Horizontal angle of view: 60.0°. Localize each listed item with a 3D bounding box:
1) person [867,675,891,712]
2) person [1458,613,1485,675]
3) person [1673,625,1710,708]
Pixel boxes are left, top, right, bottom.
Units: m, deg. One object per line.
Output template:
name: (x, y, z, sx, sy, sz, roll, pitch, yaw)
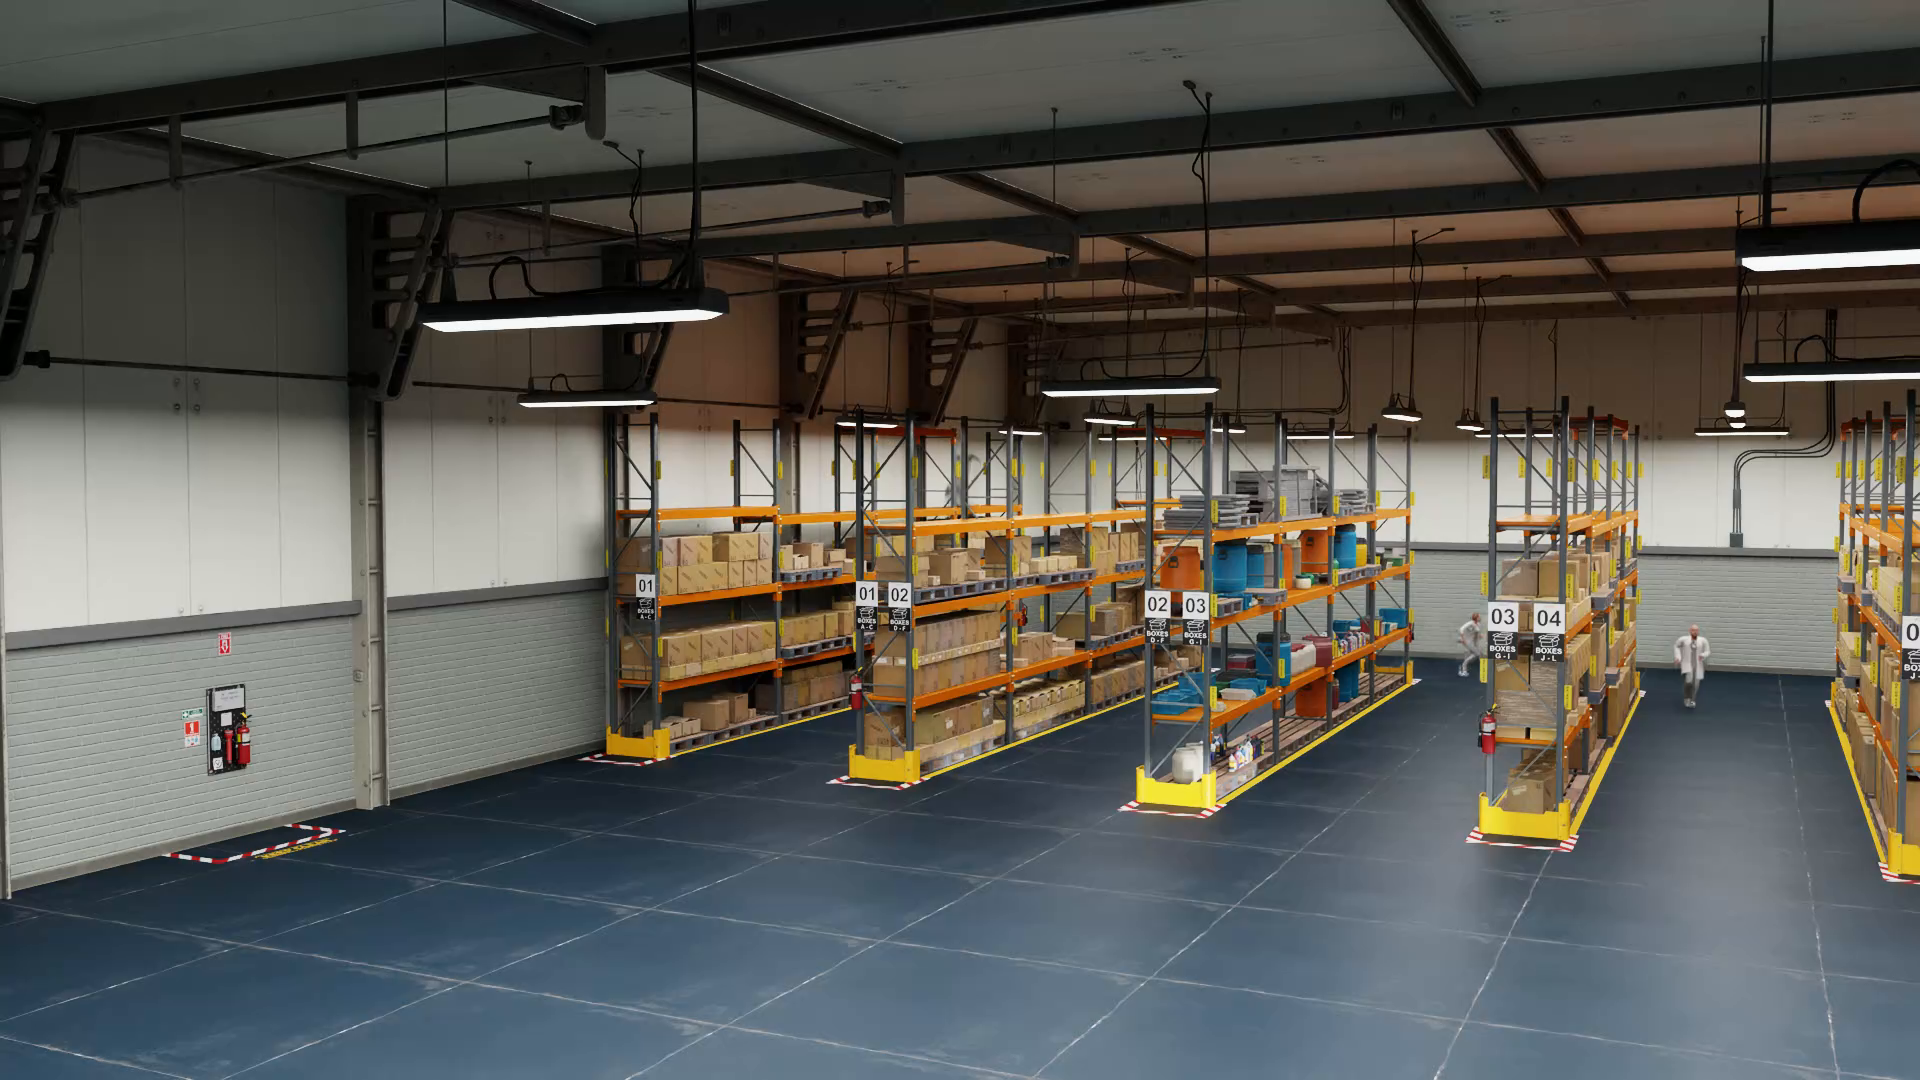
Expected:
person: (-1.389, 2.839, 31.196, 0.717, 1.715, 0.591, 1, 3, 27)
person: (12.429, 2.523, 40.354, 0.659, 1.540, 0.504, 2, 3, 41)
person: (15.361, 2.652, 34.872, 0.675, 1.746, 0.813, 1, 2, 14)
